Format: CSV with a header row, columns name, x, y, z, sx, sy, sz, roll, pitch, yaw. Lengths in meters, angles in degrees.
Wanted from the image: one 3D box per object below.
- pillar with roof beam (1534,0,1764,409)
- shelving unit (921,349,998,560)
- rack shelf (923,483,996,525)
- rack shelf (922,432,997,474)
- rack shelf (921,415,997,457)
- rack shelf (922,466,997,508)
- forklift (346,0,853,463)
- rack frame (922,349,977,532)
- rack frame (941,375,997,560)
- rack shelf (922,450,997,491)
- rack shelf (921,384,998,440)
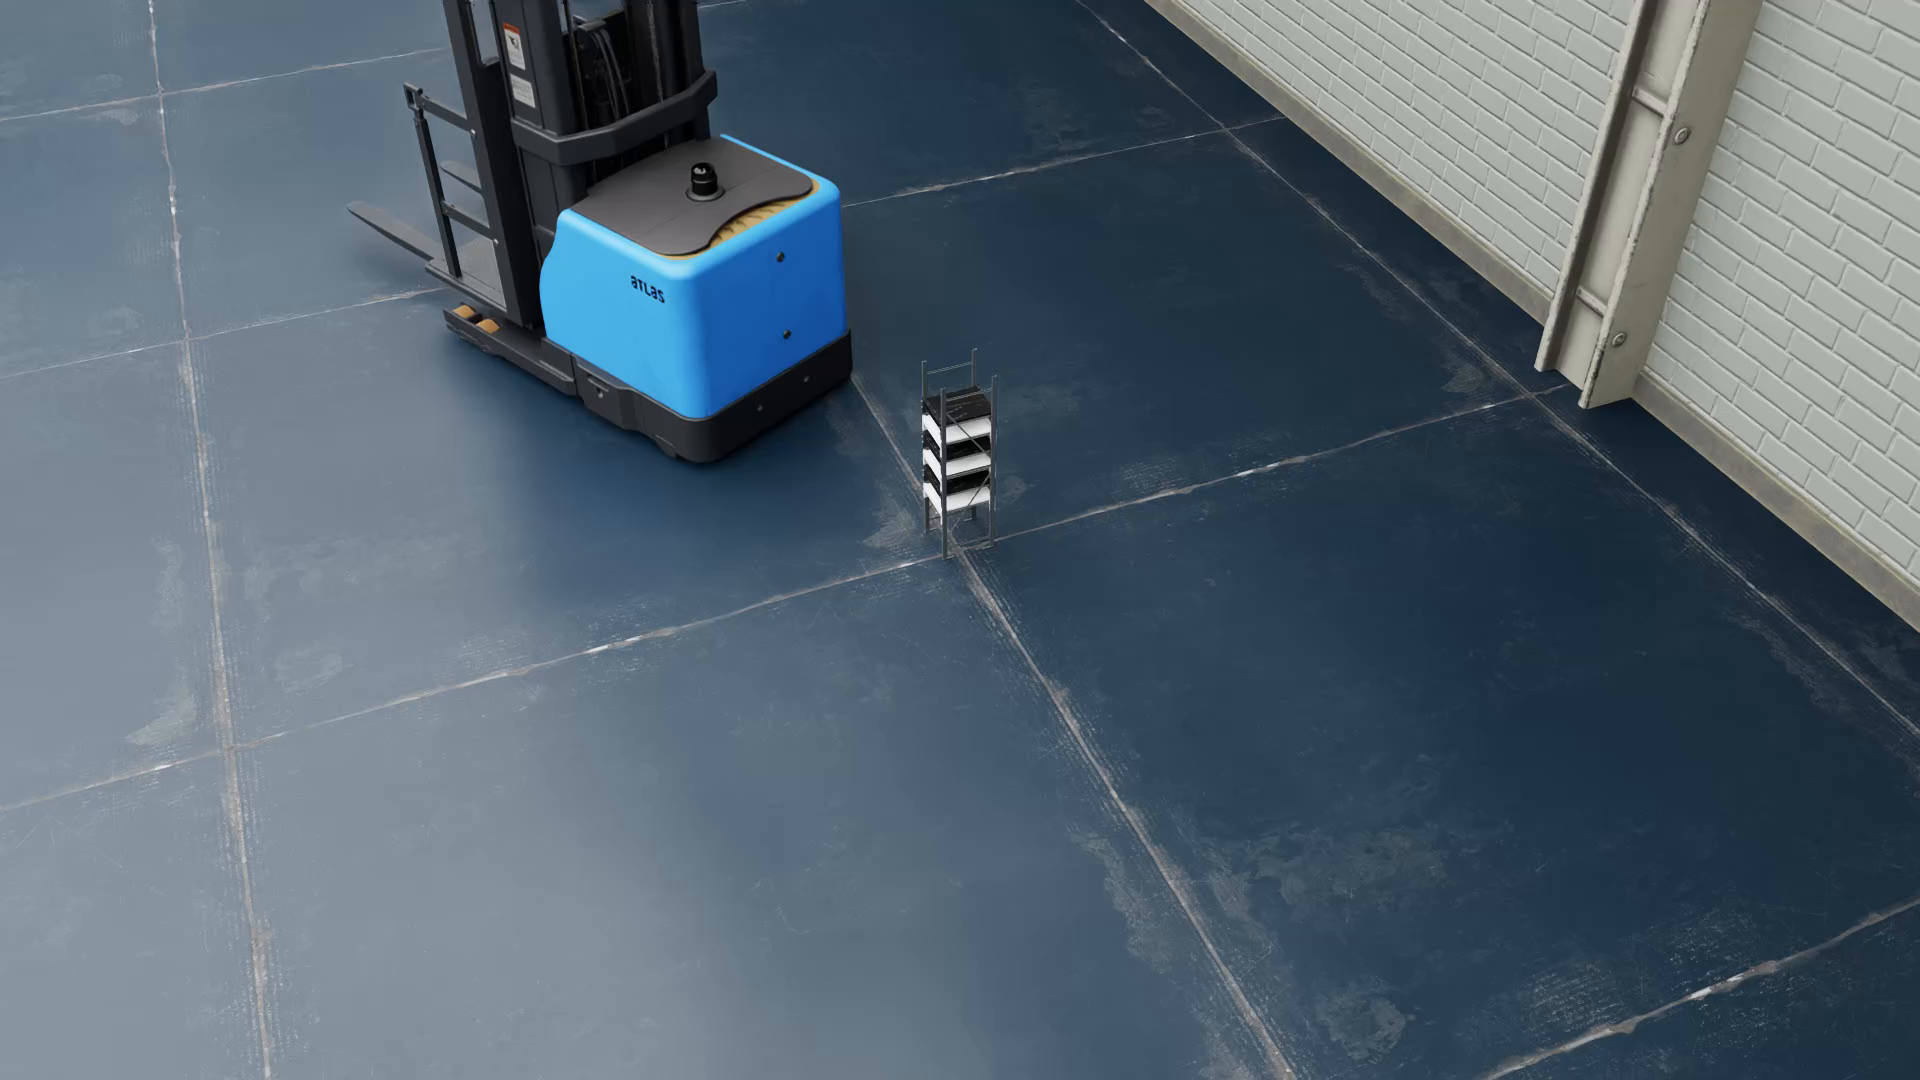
name,x,y,z,sx,sy,sz,roll,pitch,yaw
pillar with roof beam,-0.914,-3.121,3.978,9.100,9.000,0.400,-15,43,-17
shelving unit,-0.003,-0.346,6.962,0.258,0.900,0.210,-15,43,-17
rack shelf,-0.003,-0.184,7.101,0.258,0.077,0.200,-15,43,-17
rack shelf,-0.003,-0.389,6.925,0.258,0.077,0.200,-15,43,-17
rack shelf,-0.003,-0.457,6.867,0.258,0.077,0.200,-15,43,-17
rack shelf,-0.003,-0.253,7.043,0.258,0.077,0.200,-15,43,-17
forklift,-1.969,-2.281,7.655,3.031,2.935,1.130,29,49,30
rack frame,-0.042,-0.407,7.034,0.240,0.900,0.006,-15,43,-17
rack frame,0.036,-0.285,6.891,0.240,0.900,0.006,-15,43,-17
rack shelf,-0.003,-0.321,6.984,0.258,0.077,0.200,-15,43,-17
rack shelf,-0.003,-0.526,6.808,0.258,0.077,0.200,-15,43,-17
